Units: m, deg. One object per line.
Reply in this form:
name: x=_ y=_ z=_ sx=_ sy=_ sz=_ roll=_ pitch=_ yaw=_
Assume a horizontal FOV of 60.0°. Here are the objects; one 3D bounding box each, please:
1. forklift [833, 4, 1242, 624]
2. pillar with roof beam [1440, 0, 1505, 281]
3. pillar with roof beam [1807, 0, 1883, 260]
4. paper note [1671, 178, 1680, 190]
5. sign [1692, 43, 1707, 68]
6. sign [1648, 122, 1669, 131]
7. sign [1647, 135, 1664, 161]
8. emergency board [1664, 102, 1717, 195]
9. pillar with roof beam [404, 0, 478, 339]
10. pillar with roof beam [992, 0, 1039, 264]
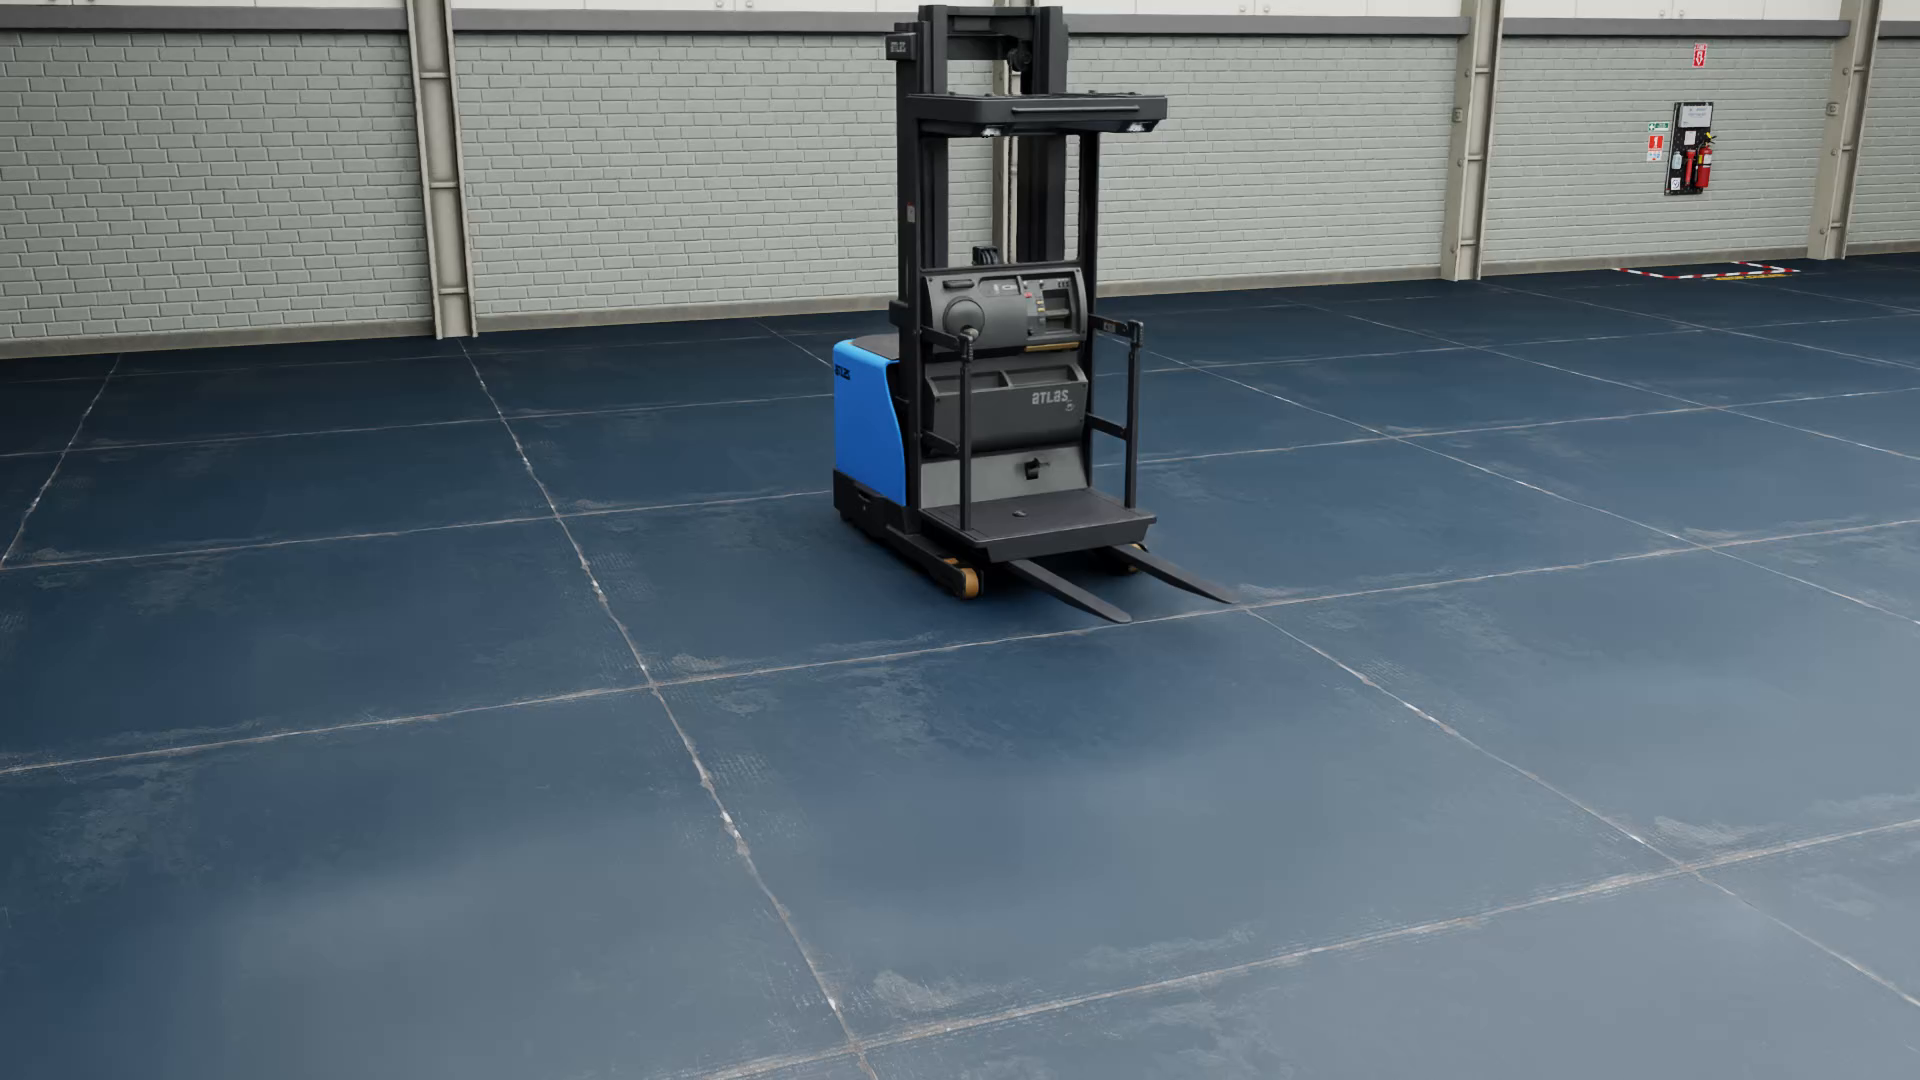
forklift: x=0.349 y=-1.241 z=8.623 sx=1.130 sy=2.935 sz=3.031 roll=-8 pitch=18 yaw=-25
pillar with roof beam: x=7.741 y=-6.425 z=15.507 sx=0.400 sy=9.000 sz=9.100 roll=-6 pitch=17 yaw=-20
pillar with roof beam: x=13.343 y=-7.030 z=17.567 sx=0.400 sy=9.000 sz=9.100 roll=-6 pitch=17 yaw=-20
paper note: x=9.292 y=-4.623 z=21.581 sx=0.142 sy=0.148 sz=0.016 roll=-6 pitch=17 yaw=-20
sign: x=9.438 y=-6.183 z=21.215 sx=0.199 sy=0.298 sz=0.001 roll=-6 pitch=17 yaw=-20
sign: x=8.936 y=-5.286 z=21.272 sx=0.331 sy=0.109 sz=0.001 roll=-6 pitch=17 yaw=-20
sign: x=8.928 y=-5.034 z=21.353 sx=0.234 sy=0.329 sz=0.001 roll=-6 pitch=17 yaw=-20
emergency board: x=9.482 y=-5.045 z=21.455 sx=0.643 sy=1.169 sz=0.194 roll=-6 pitch=17 yaw=-20
pillar with roof beam: x=-3.465 y=-5.215 z=11.387 sx=0.400 sy=9.000 sz=9.100 roll=-6 pitch=17 yaw=-20
pillar with roof beam: x=2.138 y=-5.820 z=13.447 sx=0.400 sy=9.000 sz=9.100 roll=-6 pitch=17 yaw=-20
